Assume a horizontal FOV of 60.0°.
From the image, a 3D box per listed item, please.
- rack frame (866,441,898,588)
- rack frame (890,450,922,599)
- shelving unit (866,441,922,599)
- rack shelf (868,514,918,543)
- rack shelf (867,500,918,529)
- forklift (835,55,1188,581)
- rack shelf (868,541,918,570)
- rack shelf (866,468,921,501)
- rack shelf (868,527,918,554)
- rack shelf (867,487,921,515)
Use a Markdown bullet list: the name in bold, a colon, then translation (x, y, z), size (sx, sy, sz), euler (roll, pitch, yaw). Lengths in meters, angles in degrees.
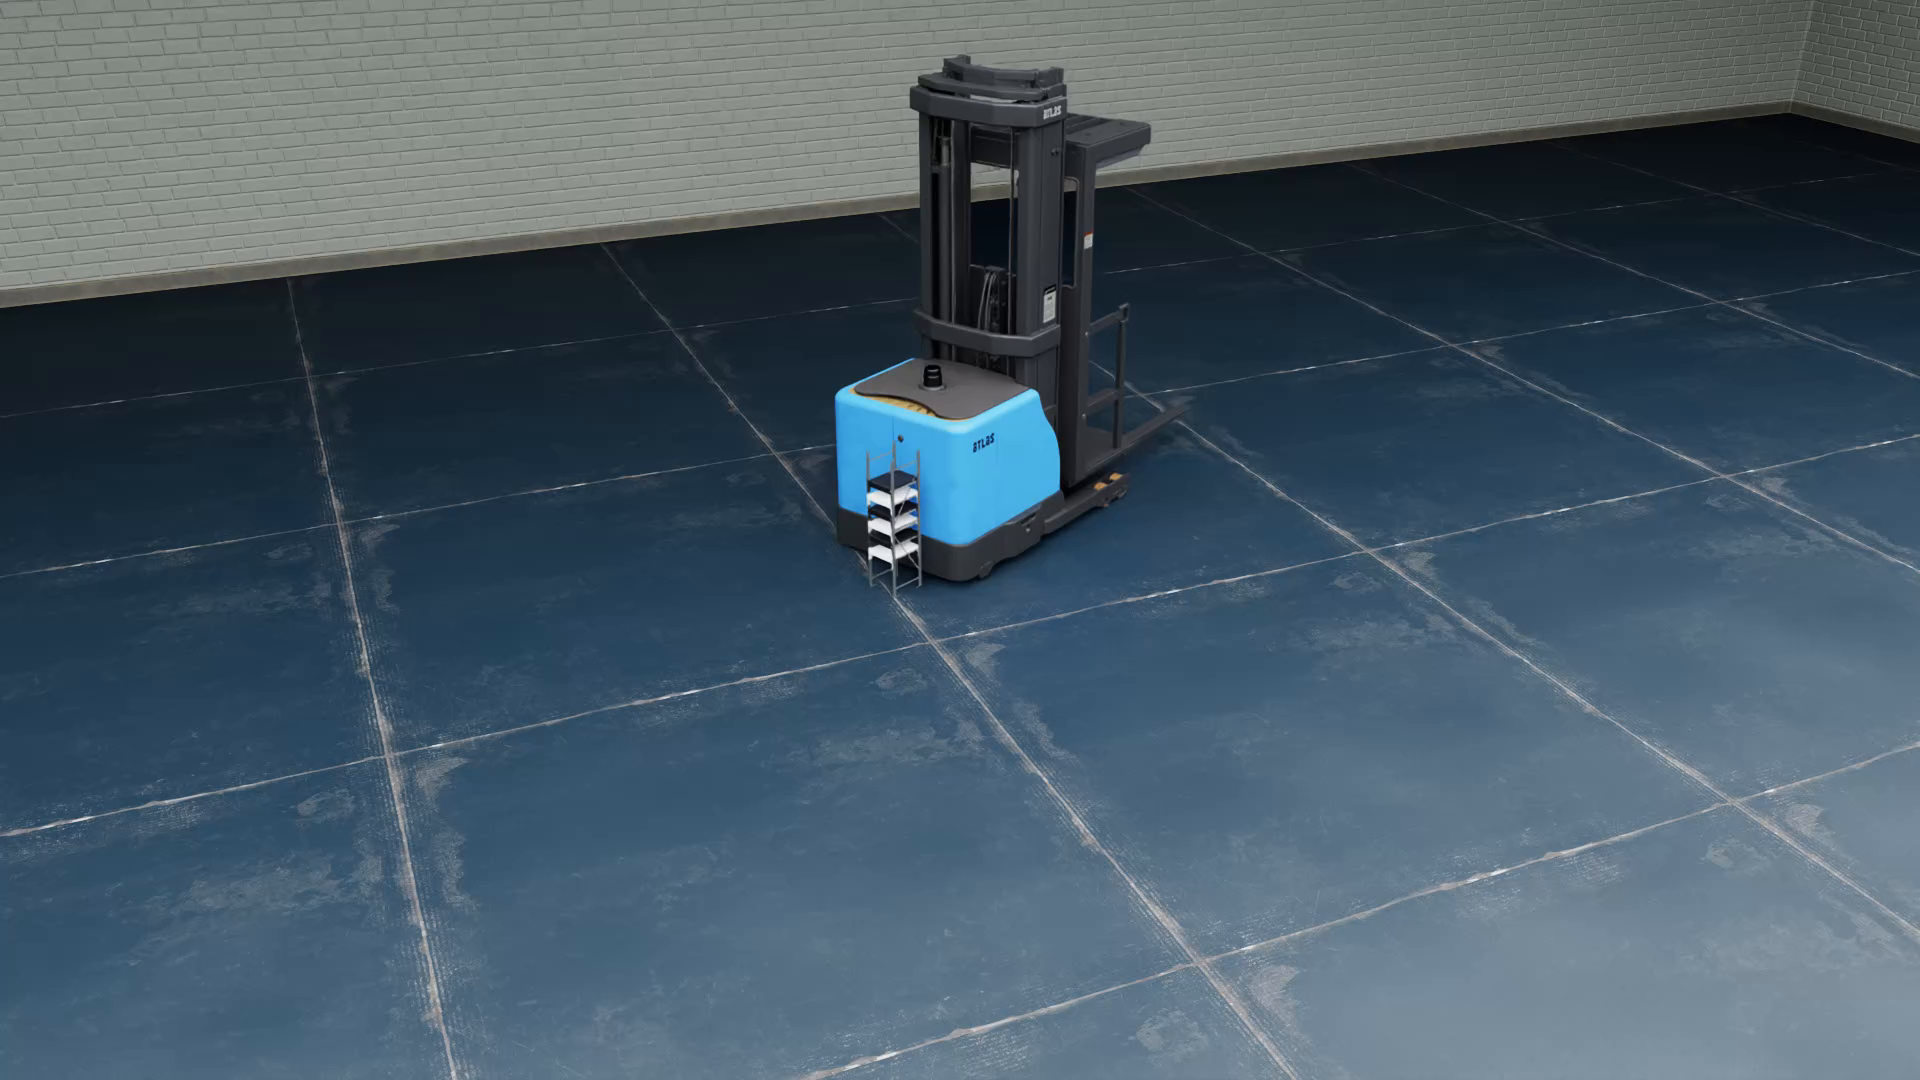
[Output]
- **rack frame**: translation (-0.468, -0.149, 10.029), size (0.006, 0.900, 0.240), euler (22, 34, 38)
- **rack frame**: translation (-0.320, -0.088, 9.904), size (0.006, 0.900, 0.240), euler (22, 34, 38)
- **shelving unit**: translation (-0.394, -0.118, 9.967), size (0.210, 0.900, 0.258), euler (22, 34, 38)
- **rack shelf**: translation (-0.394, -0.088, 9.981), size (0.200, 0.077, 0.258), euler (22, 34, 38)
- **rack shelf**: translation (-0.394, -0.169, 9.942), size (0.200, 0.077, 0.258), euler (22, 34, 38)
- **forklift**: translation (0.504, -1.652, 10.793), size (1.130, 2.935, 3.031), euler (18, 31, 33)
- **rack shelf**: translation (-0.394, 0.073, 10.060), size (0.200, 0.077, 0.258), euler (22, 34, 38)
- **rack shelf**: translation (-0.394, -0.331, 9.863), size (0.200, 0.077, 0.258), euler (22, 34, 38)
- **rack shelf**: translation (-0.394, -0.007, 10.021), size (0.200, 0.077, 0.258), euler (22, 34, 38)
- **rack shelf**: translation (-0.394, -0.250, 9.902), size (0.200, 0.077, 0.258), euler (22, 34, 38)
